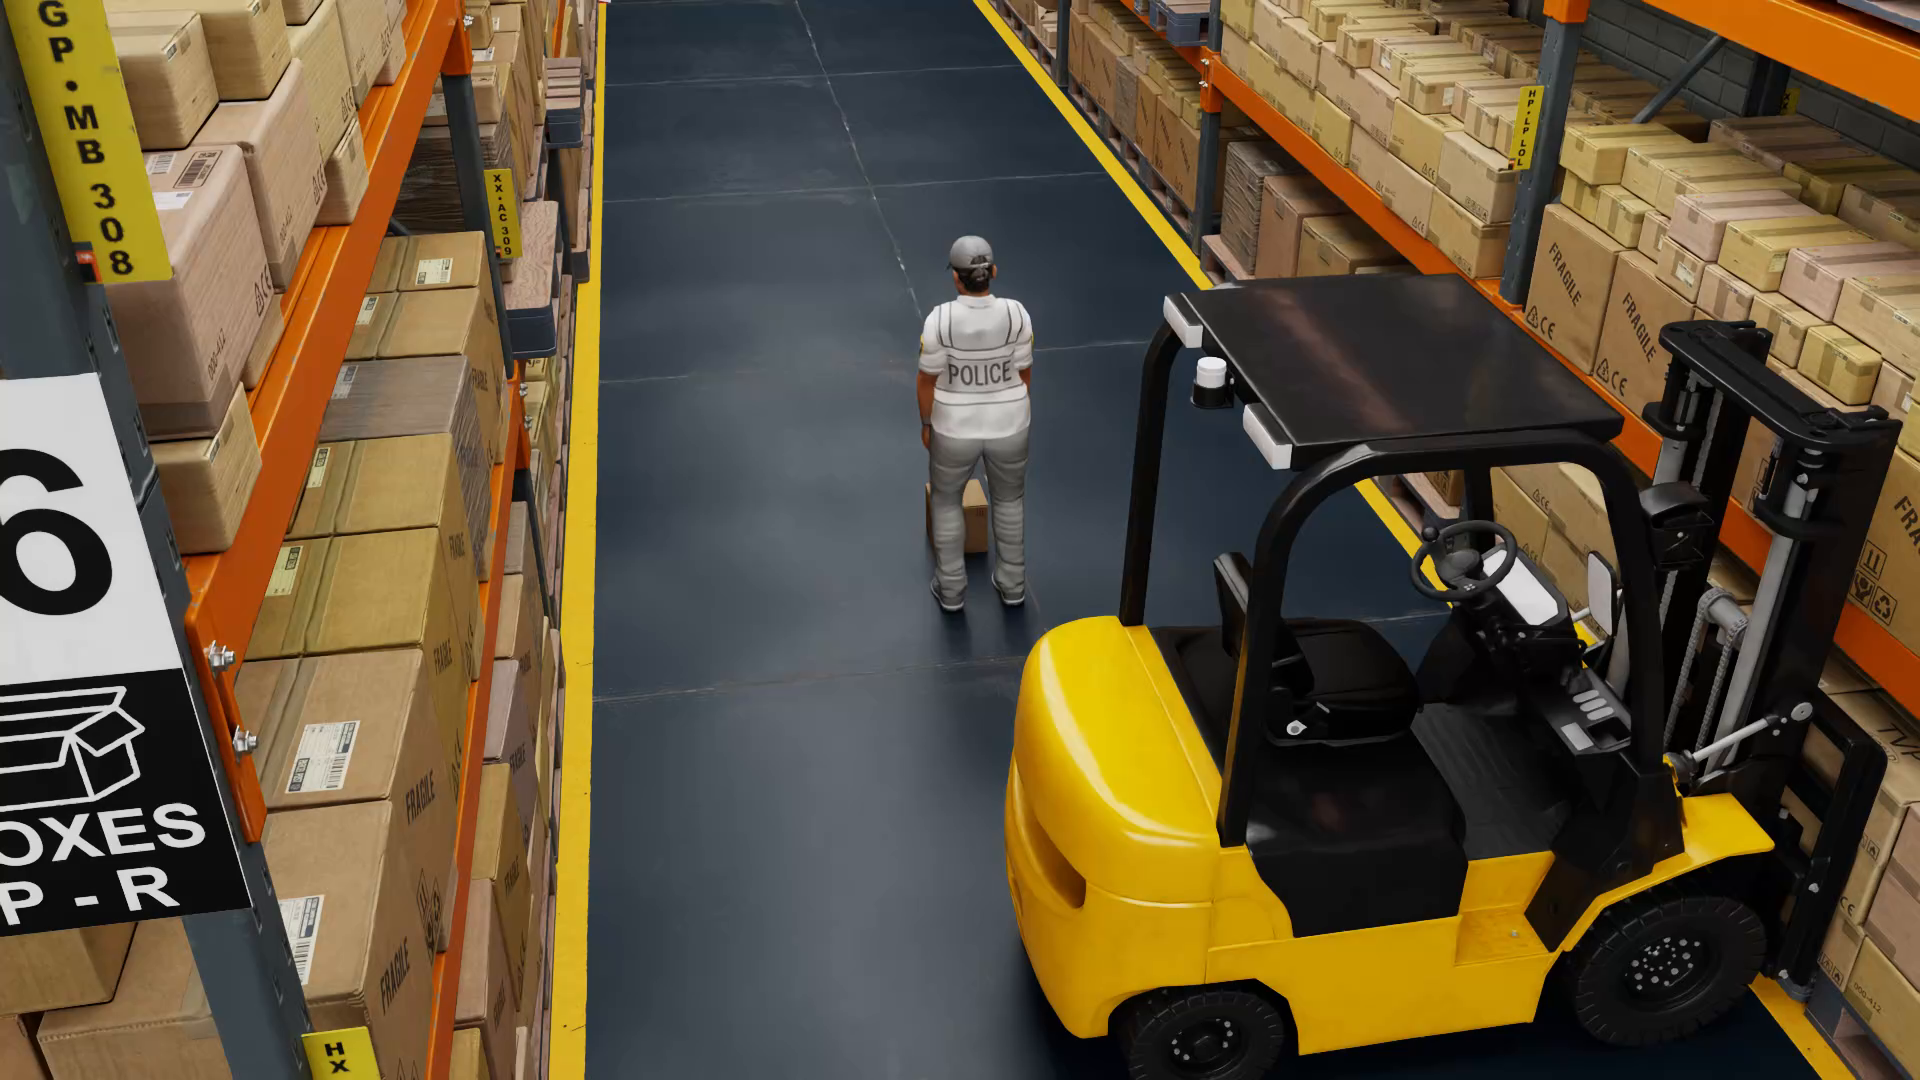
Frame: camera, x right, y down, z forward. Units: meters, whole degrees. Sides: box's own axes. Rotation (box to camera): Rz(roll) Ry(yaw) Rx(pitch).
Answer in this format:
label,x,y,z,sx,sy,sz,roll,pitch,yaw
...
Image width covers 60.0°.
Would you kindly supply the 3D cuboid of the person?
label,x,y,z,sx,sy,sz,roll,pitch,yaw
person,0.056,-0.494,6.904,0.475,1.577,0.394,-5,31,-8
